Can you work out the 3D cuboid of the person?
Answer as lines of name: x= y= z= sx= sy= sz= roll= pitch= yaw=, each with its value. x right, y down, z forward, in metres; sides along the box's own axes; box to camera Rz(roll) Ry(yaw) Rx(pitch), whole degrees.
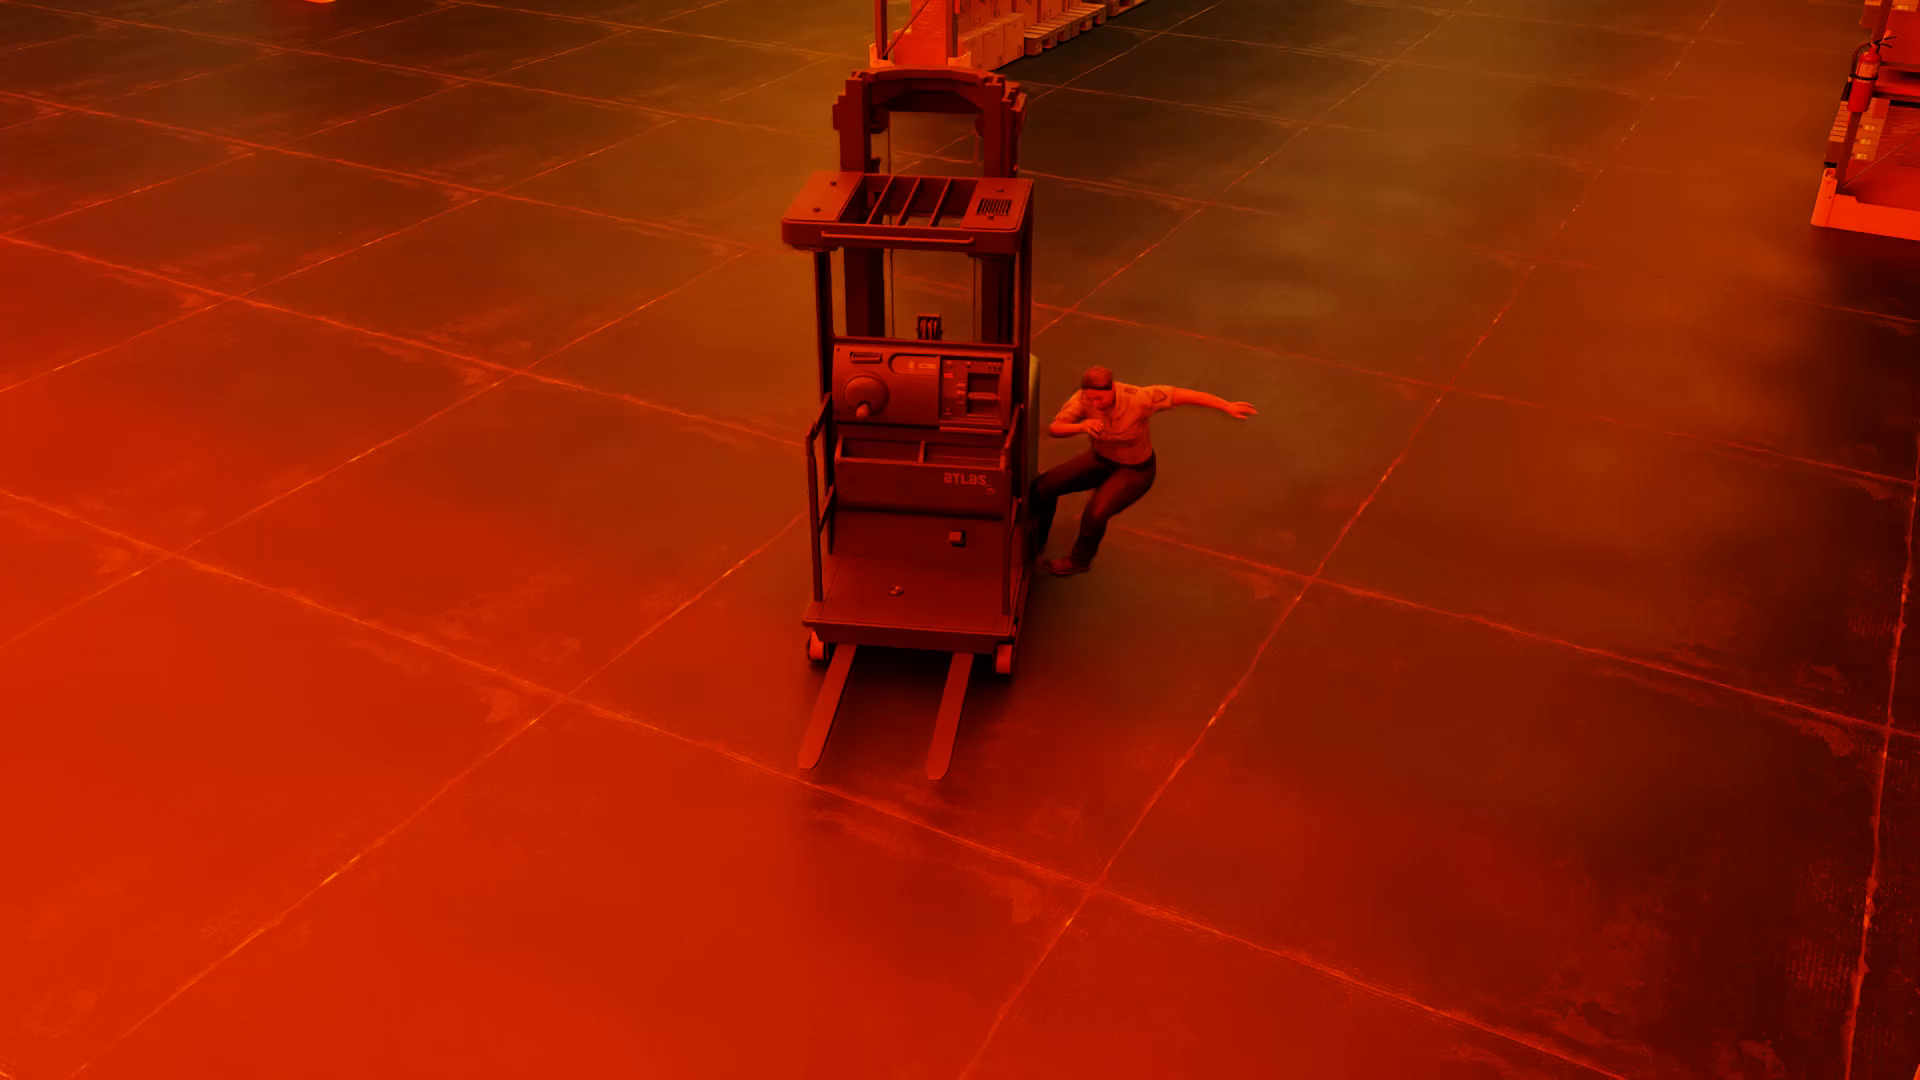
person: x=0.910 y=-0.350 z=9.333 sx=1.331 sy=1.332 sz=0.684 roll=19 pitch=35 yaw=29

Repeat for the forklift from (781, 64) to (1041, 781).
forklift: x=-0.219 y=-0.745 z=8.361 sx=1.130 sy=2.935 sz=3.031 roll=4 pitch=30 yaw=7
